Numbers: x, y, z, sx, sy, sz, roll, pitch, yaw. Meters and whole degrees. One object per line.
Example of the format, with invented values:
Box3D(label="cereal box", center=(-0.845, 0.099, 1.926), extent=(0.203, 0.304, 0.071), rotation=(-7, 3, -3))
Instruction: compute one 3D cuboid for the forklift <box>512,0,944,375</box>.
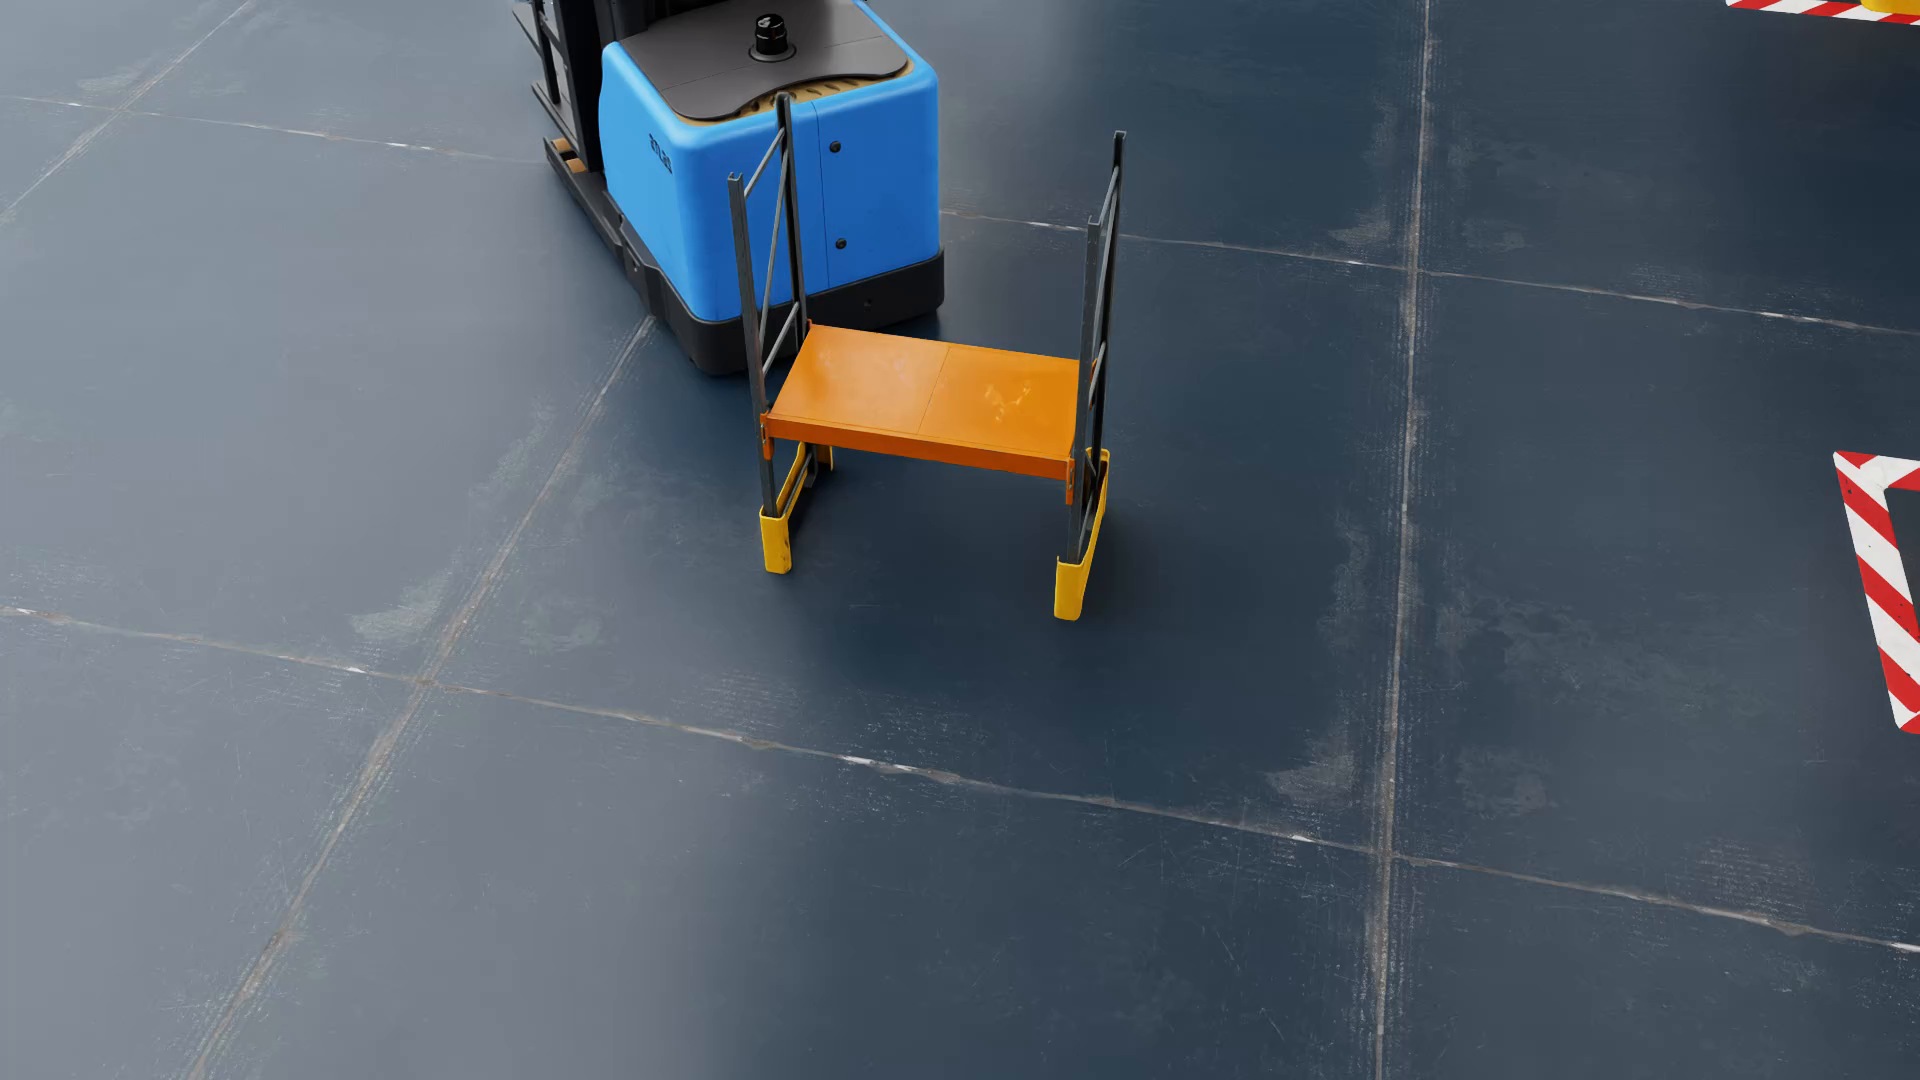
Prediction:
Box3D(label="forklift", center=(-1.195, -2.701, 6.442), extent=(1.130, 2.935, 3.031), rotation=(-20, 47, -20))

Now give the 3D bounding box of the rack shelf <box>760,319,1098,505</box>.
Box3D(label="rack shelf", center=(-0.083, -0.424, 5.368), extent=(1.000, 0.185, 0.538), rotation=(9, 45, 9))

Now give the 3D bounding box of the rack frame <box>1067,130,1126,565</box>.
Box3D(label="rack frame", center=(0.413, -0.476, 5.163), extent=(0.032, 1.500, 0.500), rotation=(9, 45, 9))

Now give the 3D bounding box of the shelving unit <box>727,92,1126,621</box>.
Box3D(label="shelving unit", center=(-0.074, -0.552, 5.242), extent=(1.083, 1.500, 0.587), rotation=(9, 45, 9))

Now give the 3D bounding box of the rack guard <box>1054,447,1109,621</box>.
Box3D(label="rack guard", center=(0.412, -0.026, 5.597), extent=(0.087, 0.250, 0.587), rotation=(9, 45, 9))

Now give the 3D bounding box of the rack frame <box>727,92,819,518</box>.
Box3D(label="rack frame", center=(-0.579, -0.630, 5.323), extent=(0.032, 1.500, 0.500), rotation=(9, 45, 9))

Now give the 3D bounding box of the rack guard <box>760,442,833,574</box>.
Box3D(label="rack guard", center=(-0.560, -0.177, 5.754), extent=(0.087, 0.250, 0.587), rotation=(9, 45, 9))

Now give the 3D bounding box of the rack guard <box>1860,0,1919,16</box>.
Box3D(label="rack guard", center=(4.969, -3.284, 8.802), extent=(0.348, 0.500, 1.175), rotation=(9, 45, 9))
